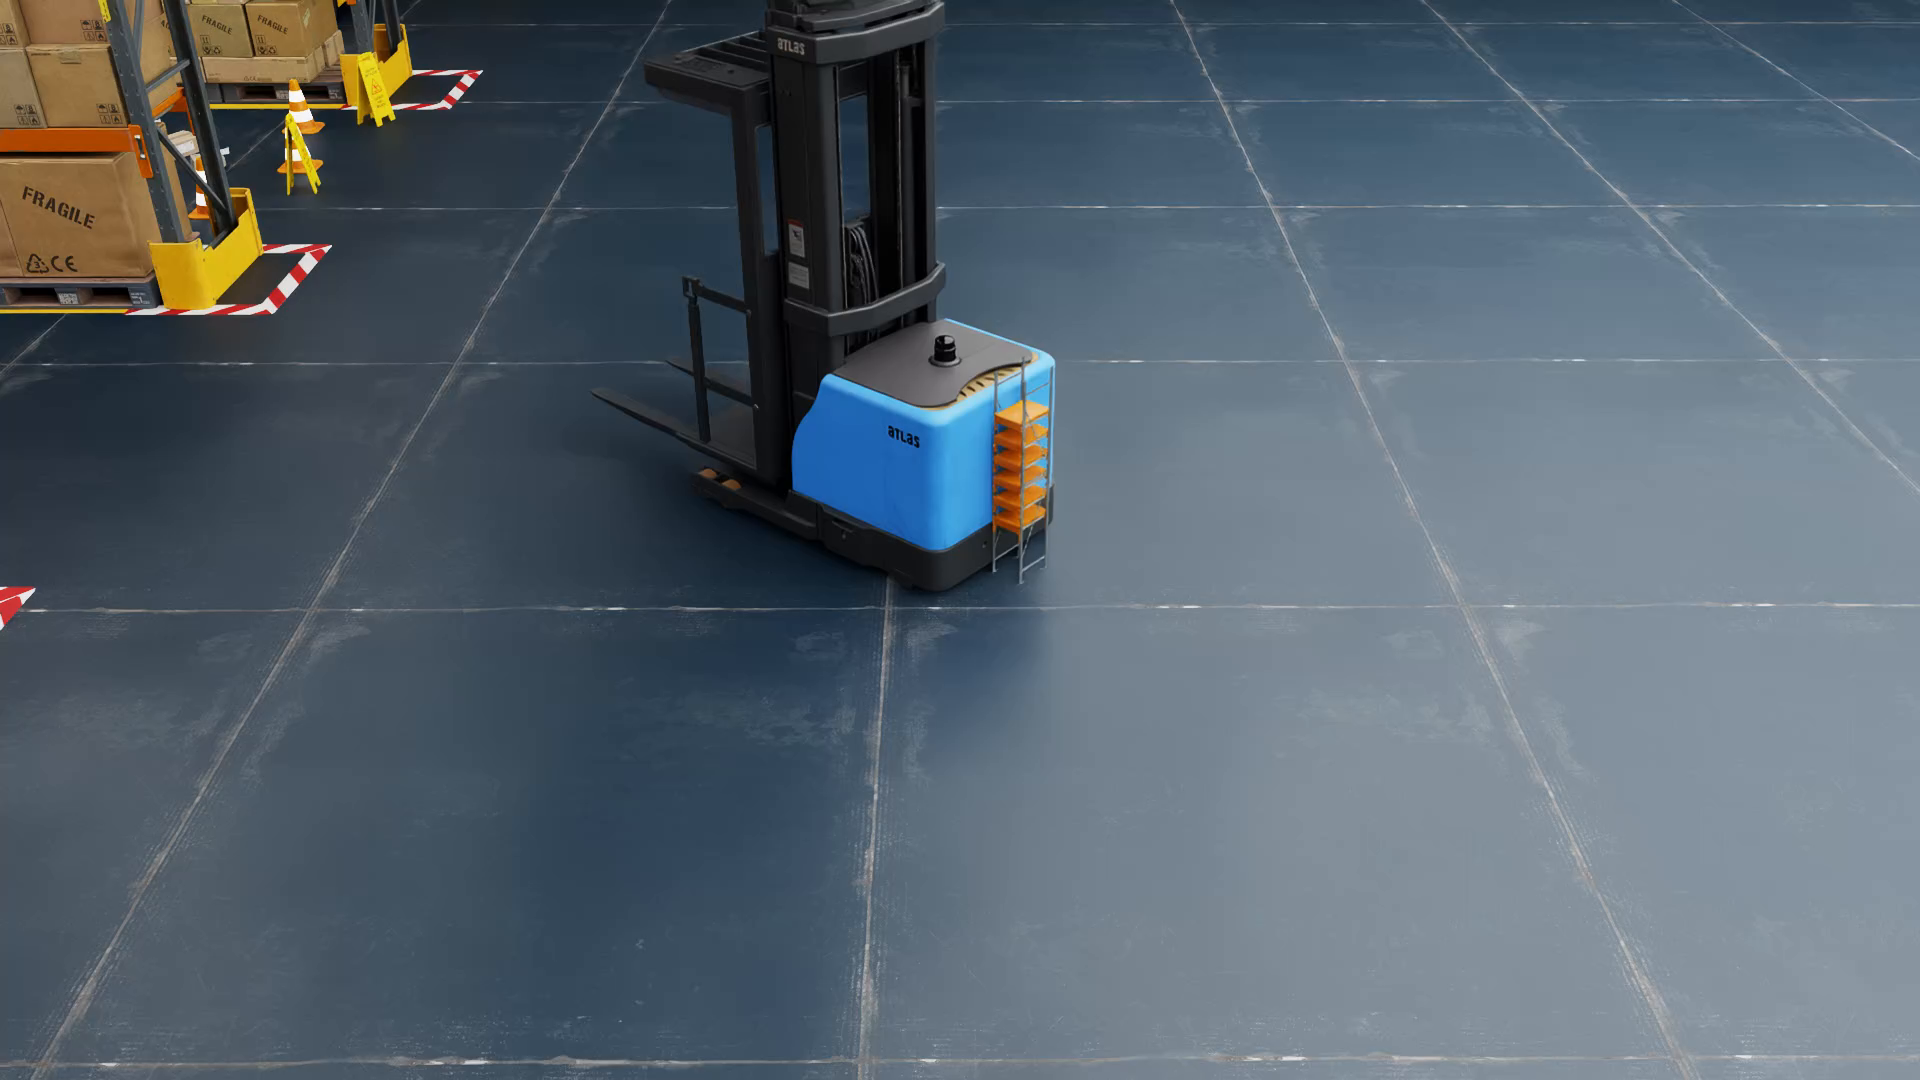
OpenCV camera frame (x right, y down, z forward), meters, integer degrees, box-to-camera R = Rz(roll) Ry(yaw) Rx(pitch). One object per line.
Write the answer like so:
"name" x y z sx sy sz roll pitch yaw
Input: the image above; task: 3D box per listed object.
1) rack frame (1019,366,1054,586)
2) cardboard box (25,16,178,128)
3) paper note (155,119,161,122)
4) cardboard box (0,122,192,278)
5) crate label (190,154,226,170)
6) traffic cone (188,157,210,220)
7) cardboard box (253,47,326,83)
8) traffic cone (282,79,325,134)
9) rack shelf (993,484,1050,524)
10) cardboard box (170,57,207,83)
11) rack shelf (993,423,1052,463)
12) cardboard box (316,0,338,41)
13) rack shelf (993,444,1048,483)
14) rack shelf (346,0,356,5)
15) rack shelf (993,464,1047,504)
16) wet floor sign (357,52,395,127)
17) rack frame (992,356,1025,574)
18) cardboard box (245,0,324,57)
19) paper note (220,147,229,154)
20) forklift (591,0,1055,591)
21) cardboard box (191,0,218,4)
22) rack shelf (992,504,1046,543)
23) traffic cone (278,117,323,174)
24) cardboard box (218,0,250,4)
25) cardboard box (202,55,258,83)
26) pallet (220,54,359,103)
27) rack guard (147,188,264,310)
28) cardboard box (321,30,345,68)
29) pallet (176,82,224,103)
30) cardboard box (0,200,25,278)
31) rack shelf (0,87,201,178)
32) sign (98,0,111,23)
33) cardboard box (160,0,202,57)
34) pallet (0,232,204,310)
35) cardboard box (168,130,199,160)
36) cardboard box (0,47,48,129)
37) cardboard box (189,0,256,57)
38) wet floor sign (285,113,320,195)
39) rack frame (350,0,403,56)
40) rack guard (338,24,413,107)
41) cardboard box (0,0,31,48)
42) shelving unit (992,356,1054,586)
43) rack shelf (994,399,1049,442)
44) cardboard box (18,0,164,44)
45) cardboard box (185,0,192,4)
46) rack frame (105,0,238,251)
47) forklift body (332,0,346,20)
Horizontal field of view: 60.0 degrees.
"rack frame" 0.392 -0.317 8.616 0.006 1.200 0.240 24 38 33
"cardboard box" -5.980 -3.285 11.628 0.550 0.550 0.875 0 31 0
"paper note" -7.644 -3.949 15.729 0.148 0.019 0.142 -11 33 -17
"cardboard box" -6.287 -2.480 12.089 0.875 0.875 0.875 0 31 0
"crate label" -6.601 -3.309 14.572 0.298 0.136 0.250 -17 35 -26
"traffic cone" -6.149 -2.896 13.576 0.334 0.463 0.336 0 31 0
"cardboard box" -6.571 -4.674 16.309 0.500 0.250 0.500 0 31 -1
"traffic cone" -6.162 -4.058 15.492 0.334 0.463 0.336 0 31 0
"rack shelf" 0.322 -0.207 8.752 0.180 0.103 0.258 24 38 33
"cardboard box" -7.588 -4.673 16.305 0.500 0.250 0.500 -1 31 -2
"rack shelf" 0.322 -0.515 8.565 0.180 0.103 0.258 24 38 33
"cardboard box" -6.572 -5.278 16.580 0.500 0.500 0.500 -1 31 -2
"rack shelf" 0.322 -0.413 8.628 0.180 0.103 0.258 24 38 33
"rack shelf" -7.740 -5.499 16.115 4.000 0.370 1.077 0 31 0
"rack shelf" 0.322 -0.310 8.690 0.180 0.103 0.258 24 38 33
"wet floor sign" -5.544 -4.252 15.635 0.232 0.644 0.267 10 33 17
"rack frame" 0.252 -0.379 8.717 0.006 1.200 0.240 24 38 33
"cardboard box" -6.540 -4.999 16.121 0.500 0.500 0.500 0 31 0
"paper note" -6.673 -3.508 15.002 0.142 0.019 0.148 -11 33 -17
"forklift" -0.930 -1.617 9.089 3.031 2.935 1.130 24 38 33
"cardboard box" -7.158 -5.242 15.895 0.250 0.149 0.380 0 31 1
"rack shelf" 0.322 -0.105 8.814 0.180 0.103 0.258 24 38 33
"traffic cone" -5.816 -3.483 14.544 0.334 0.463 0.336 0 31 0
"cardboard box" -6.906 -5.241 15.894 0.250 0.149 0.380 1 31 1
"cardboard box" -7.065 -4.677 16.313 0.500 0.250 0.500 0 31 0
"pallet" -6.629 -4.636 16.688 1.213 0.211 1.003 0 31 0
"rack guard" -5.585 -2.177 12.356 0.348 0.500 1.175 0 31 0
"cardboard box" -6.548 -4.958 16.775 0.500 0.250 0.500 0 31 -1
"pallet" -7.846 -4.634 16.684 1.213 0.211 1.003 0 31 0
"cardboard box" -7.167 -2.476 12.083 0.875 0.875 0.875 -1 31 -1
"rack shelf" -7.609 -2.932 11.883 4.000 0.370 1.077 0 31 0
"sign" -5.620 -3.560 10.881 0.005 0.325 0.100 0 31 0
"cardboard box" -7.566 -4.998 16.119 0.500 0.500 0.500 -1 31 -1
"pallet" -6.408 -2.010 12.360 1.213 0.211 1.003 0 31 0
"cardboard box" -7.038 -3.542 14.944 0.250 0.149 0.380 16 35 25
"cardboard box" -6.530 -3.272 11.606 0.550 0.550 0.875 0 31 0
"cardboard box" -7.061 -4.996 16.116 0.500 0.500 0.500 1 31 2
"wet floor sign" -5.592 -3.266 14.011 0.232 0.644 0.267 -5 32 -9
"rack frame" -5.740 -5.813 15.939 0.127 3.000 1.000 0 31 0
"rack guard" -5.816 -4.744 16.587 0.348 0.500 1.175 0 31 0
"cardboard box" -6.530 -3.740 11.338 0.550 0.550 0.875 0 31 0
"shelving unit" 0.322 -0.348 8.667 0.189 1.200 0.258 24 38 33
"rack shelf" 0.322 -0.618 8.503 0.180 0.103 0.258 24 38 33
"cardboard box" -5.980 -3.790 11.419 0.550 0.550 0.875 0 31 0
"cardboard box" -7.421 -5.242 15.895 0.250 0.149 0.380 1 31 2
"rack frame" -5.609 -3.245 11.707 0.127 3.000 1.000 0 31 0
"forklift body" -7.659 -7.072 18.833 1.214 2.155 2.313 0 31 0
